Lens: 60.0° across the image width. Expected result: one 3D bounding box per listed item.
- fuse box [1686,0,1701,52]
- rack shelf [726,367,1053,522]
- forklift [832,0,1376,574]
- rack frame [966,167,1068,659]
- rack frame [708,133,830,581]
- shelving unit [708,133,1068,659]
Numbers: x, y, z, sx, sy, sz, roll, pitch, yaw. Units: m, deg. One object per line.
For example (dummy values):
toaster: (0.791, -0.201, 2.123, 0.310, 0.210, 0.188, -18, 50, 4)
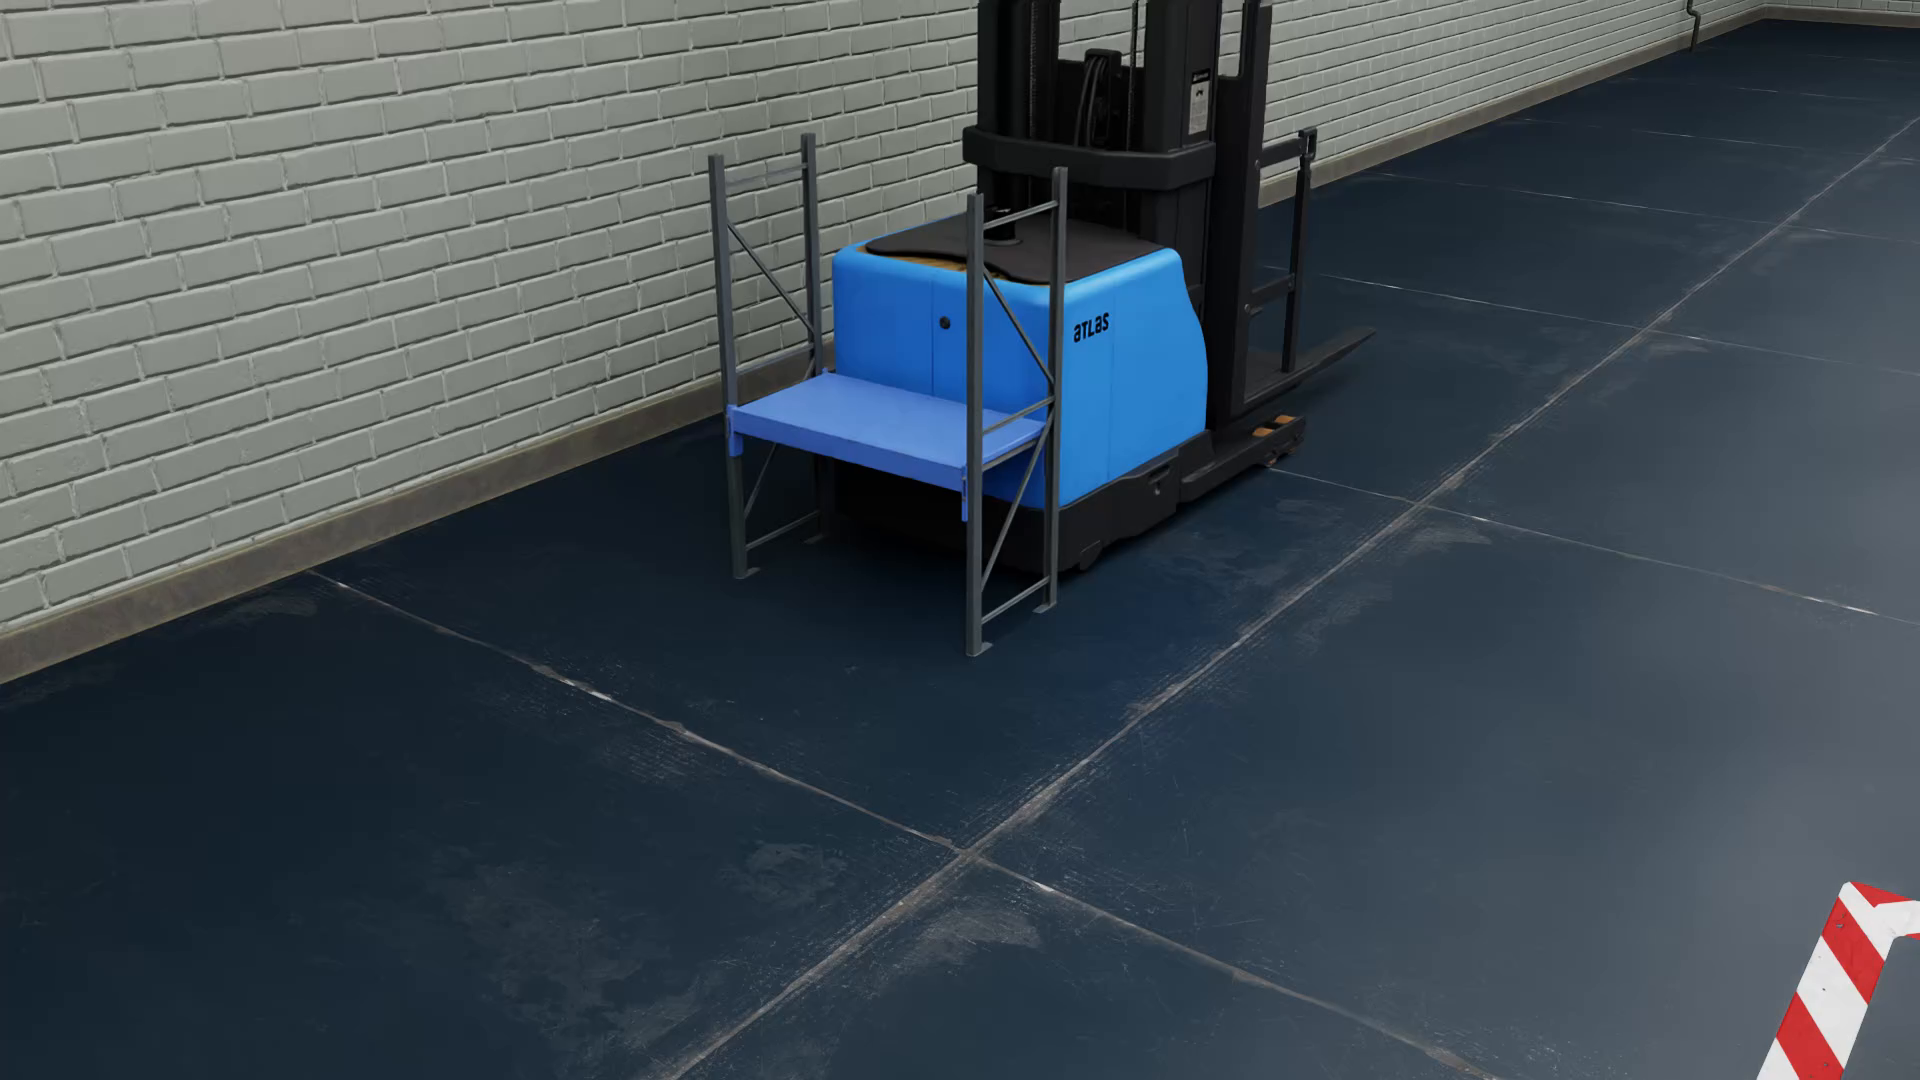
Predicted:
fuse box: (8.292, -6.288, 18.400, 0.414, 1.711, 0.539, 17, 29, 33)
rack shelf: (-0.237, -0.342, 5.611, 1.000, 0.185, 0.538, 16, 28, 32)
forklift: (0.819, -1.752, 6.591, 1.130, 2.935, 3.031, 17, 29, 34)
rack frame: (0.177, -0.387, 5.269, 0.032, 1.500, 0.500, 16, 28, 32)
rack frame: (-0.651, -0.625, 5.808, 0.032, 1.500, 0.500, 16, 28, 32)
shelving unit: (-0.237, -0.506, 5.539, 1.048, 1.500, 0.538, 16, 28, 32)
